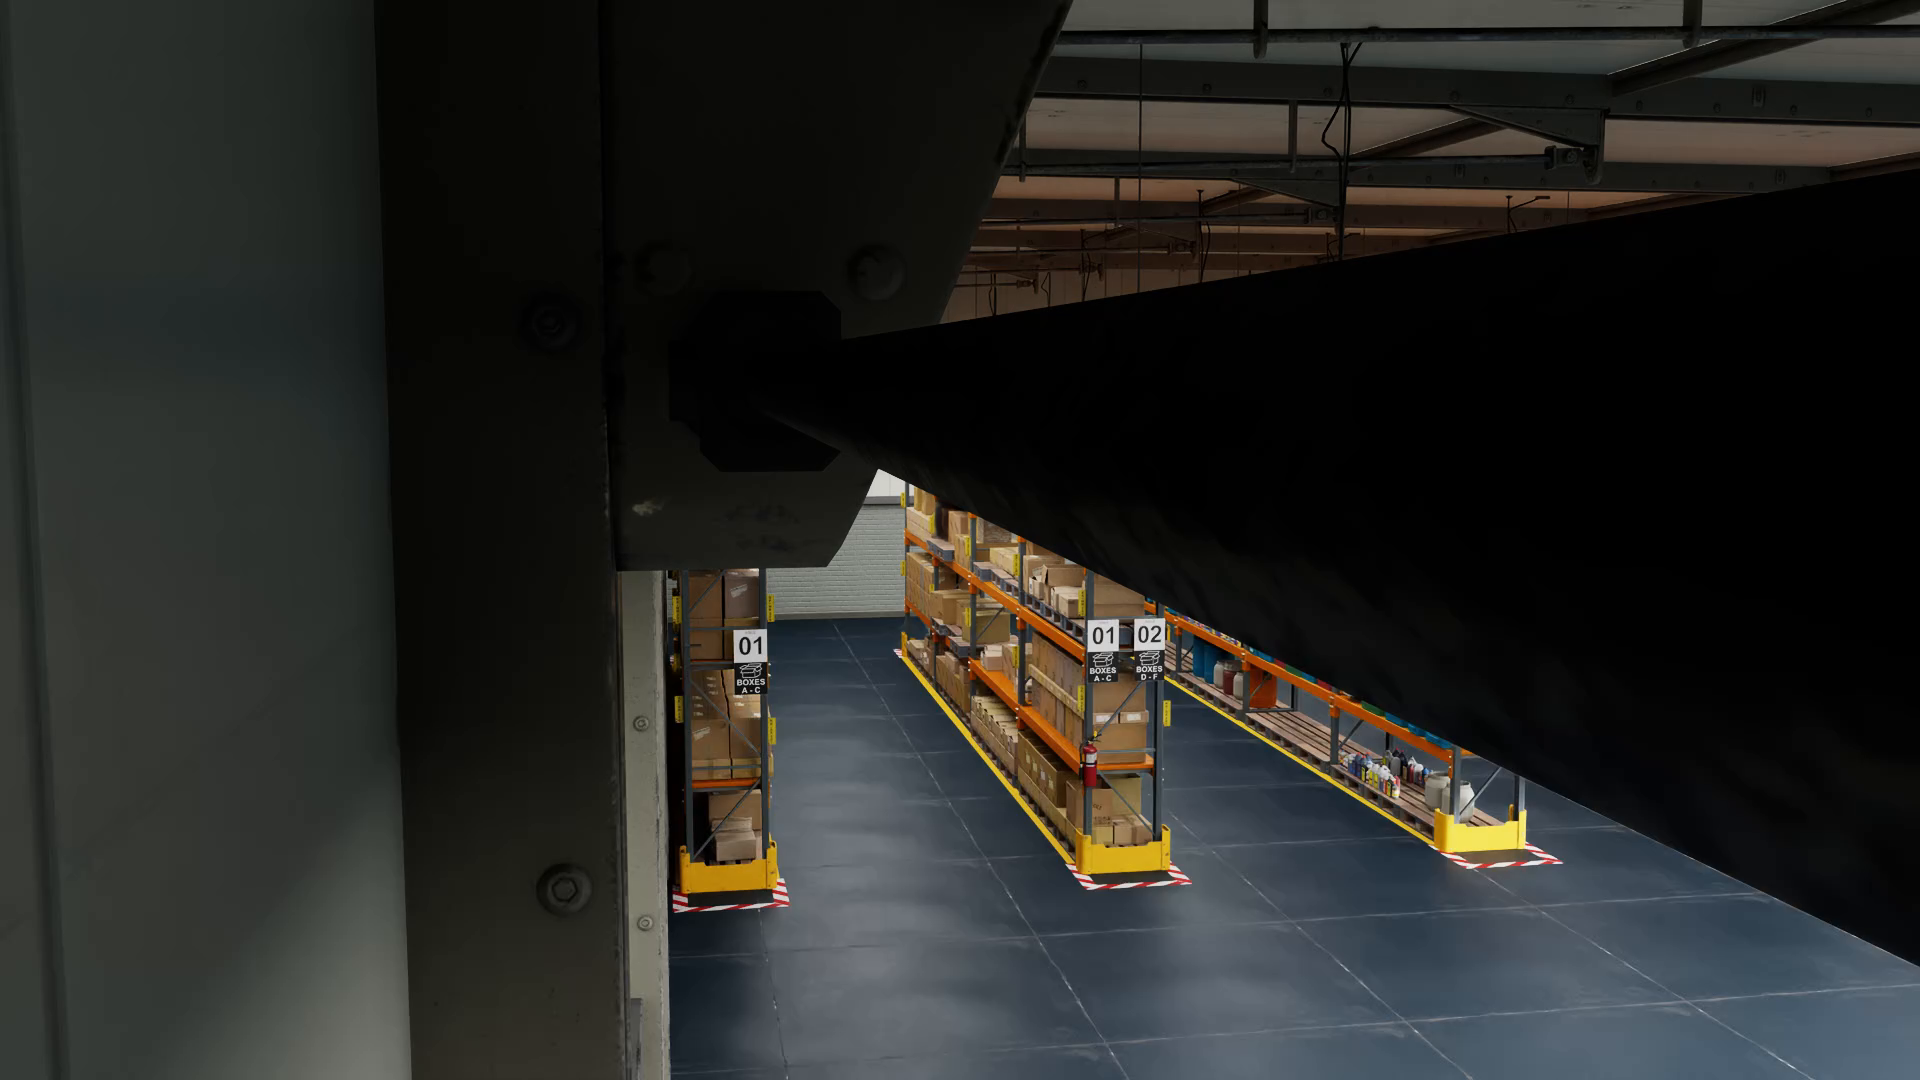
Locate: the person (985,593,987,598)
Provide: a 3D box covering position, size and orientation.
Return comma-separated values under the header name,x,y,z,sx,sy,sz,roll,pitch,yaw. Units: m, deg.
name,x,y,z,sx,sy,sz,roll,pitch,yaw
person,0.362,1.593,37.456,0.603,1.753,0.740,-4,7,-37
